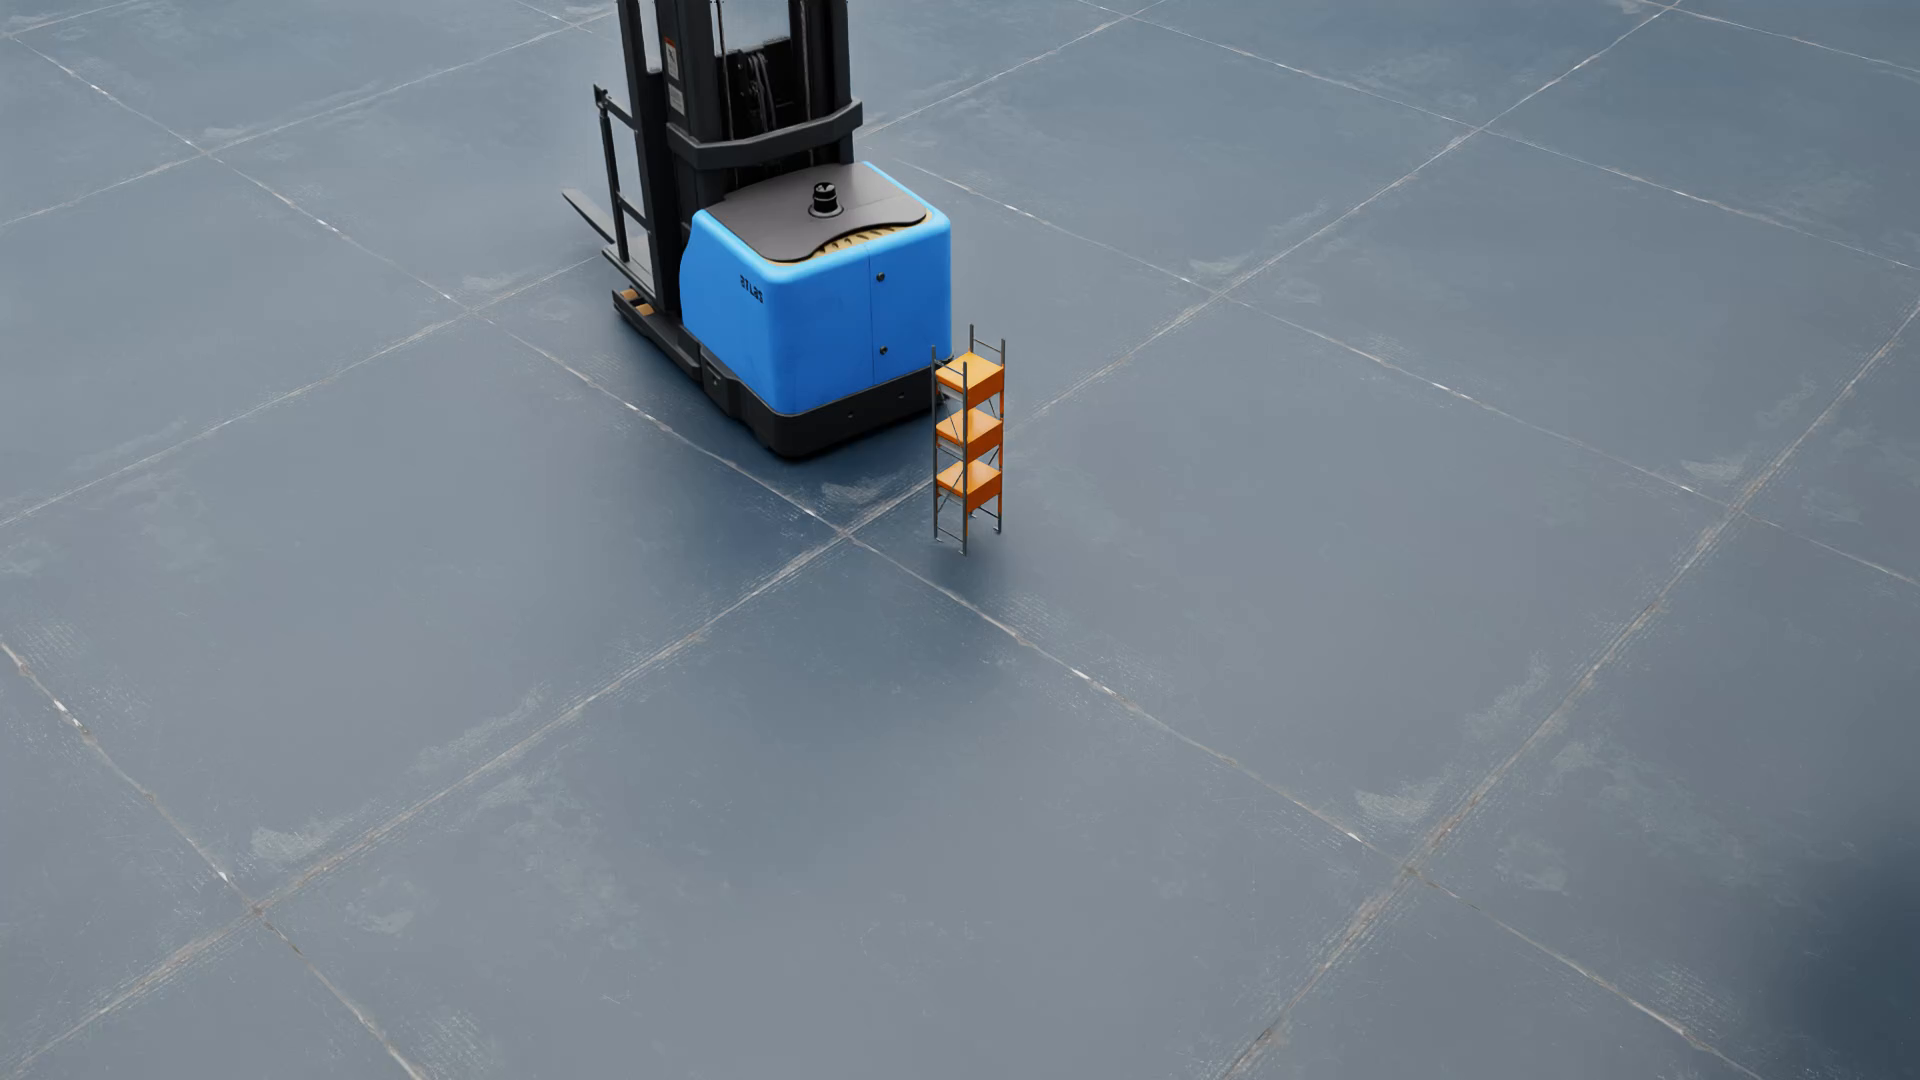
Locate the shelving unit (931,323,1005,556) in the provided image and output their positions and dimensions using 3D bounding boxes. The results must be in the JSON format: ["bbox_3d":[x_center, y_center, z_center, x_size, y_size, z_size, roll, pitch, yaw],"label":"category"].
[{"bbox_3d":[0.036,-0.435,7.454,0.215,1.050,0.252,30,47,32],"label":"shelving unit"}]

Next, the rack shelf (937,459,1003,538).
[{"bbox_3d":[0.036,-0.210,7.634,0.215,0.259,0.240,30,47,32],"label":"rack shelf"}]

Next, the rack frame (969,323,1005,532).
[{"bbox_3d":[0.118,-0.492,7.525,0.200,1.050,0.008,30,47,32],"label":"rack frame"}]

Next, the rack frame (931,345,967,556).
[{"bbox_3d":[-0.046,-0.379,7.384,0.200,1.050,0.008,30,47,32],"label":"rack frame"}]

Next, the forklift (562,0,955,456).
[{"bbox_3d":[-1.277,-2.435,8.457,1.130,2.935,3.031,-23,44,-26],"label":"forklift"}]

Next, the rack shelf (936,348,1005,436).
[{"bbox_3d":[0.036,-0.649,7.284,0.215,0.259,0.240,30,47,32],"label":"rack shelf"}]

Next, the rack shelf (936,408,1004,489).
[{"bbox_3d":[0.036,-0.427,7.461,0.215,0.259,0.240,30,47,32],"label":"rack shelf"}]
